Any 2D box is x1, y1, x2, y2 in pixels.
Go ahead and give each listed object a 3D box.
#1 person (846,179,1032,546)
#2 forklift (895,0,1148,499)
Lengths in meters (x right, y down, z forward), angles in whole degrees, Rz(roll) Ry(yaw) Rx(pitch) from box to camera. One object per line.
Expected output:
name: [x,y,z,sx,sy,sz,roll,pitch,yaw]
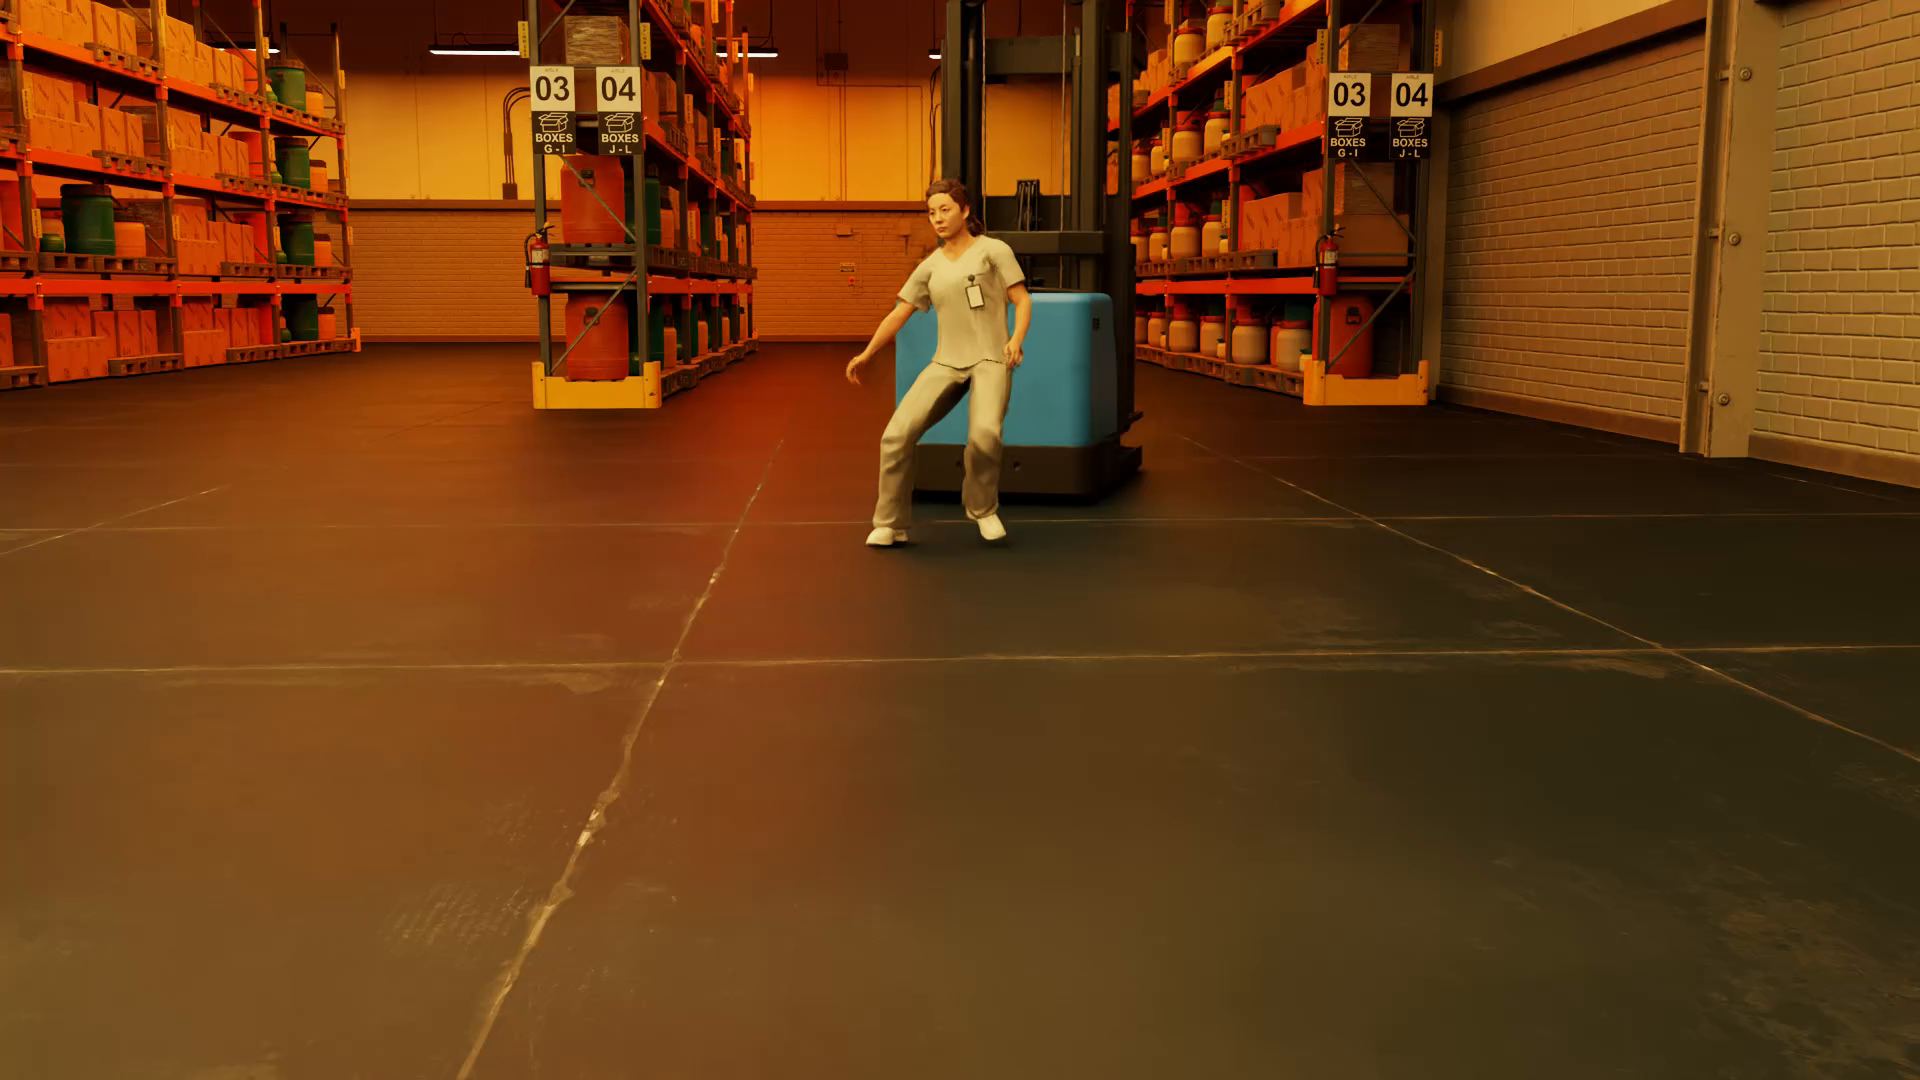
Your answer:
person: [-0.047,-0.742,7.026,0.749,1.550,0.524,3,9,22]
forklift: [0.487,-1.838,9.712,1.130,2.935,3.031,2,9,13]
